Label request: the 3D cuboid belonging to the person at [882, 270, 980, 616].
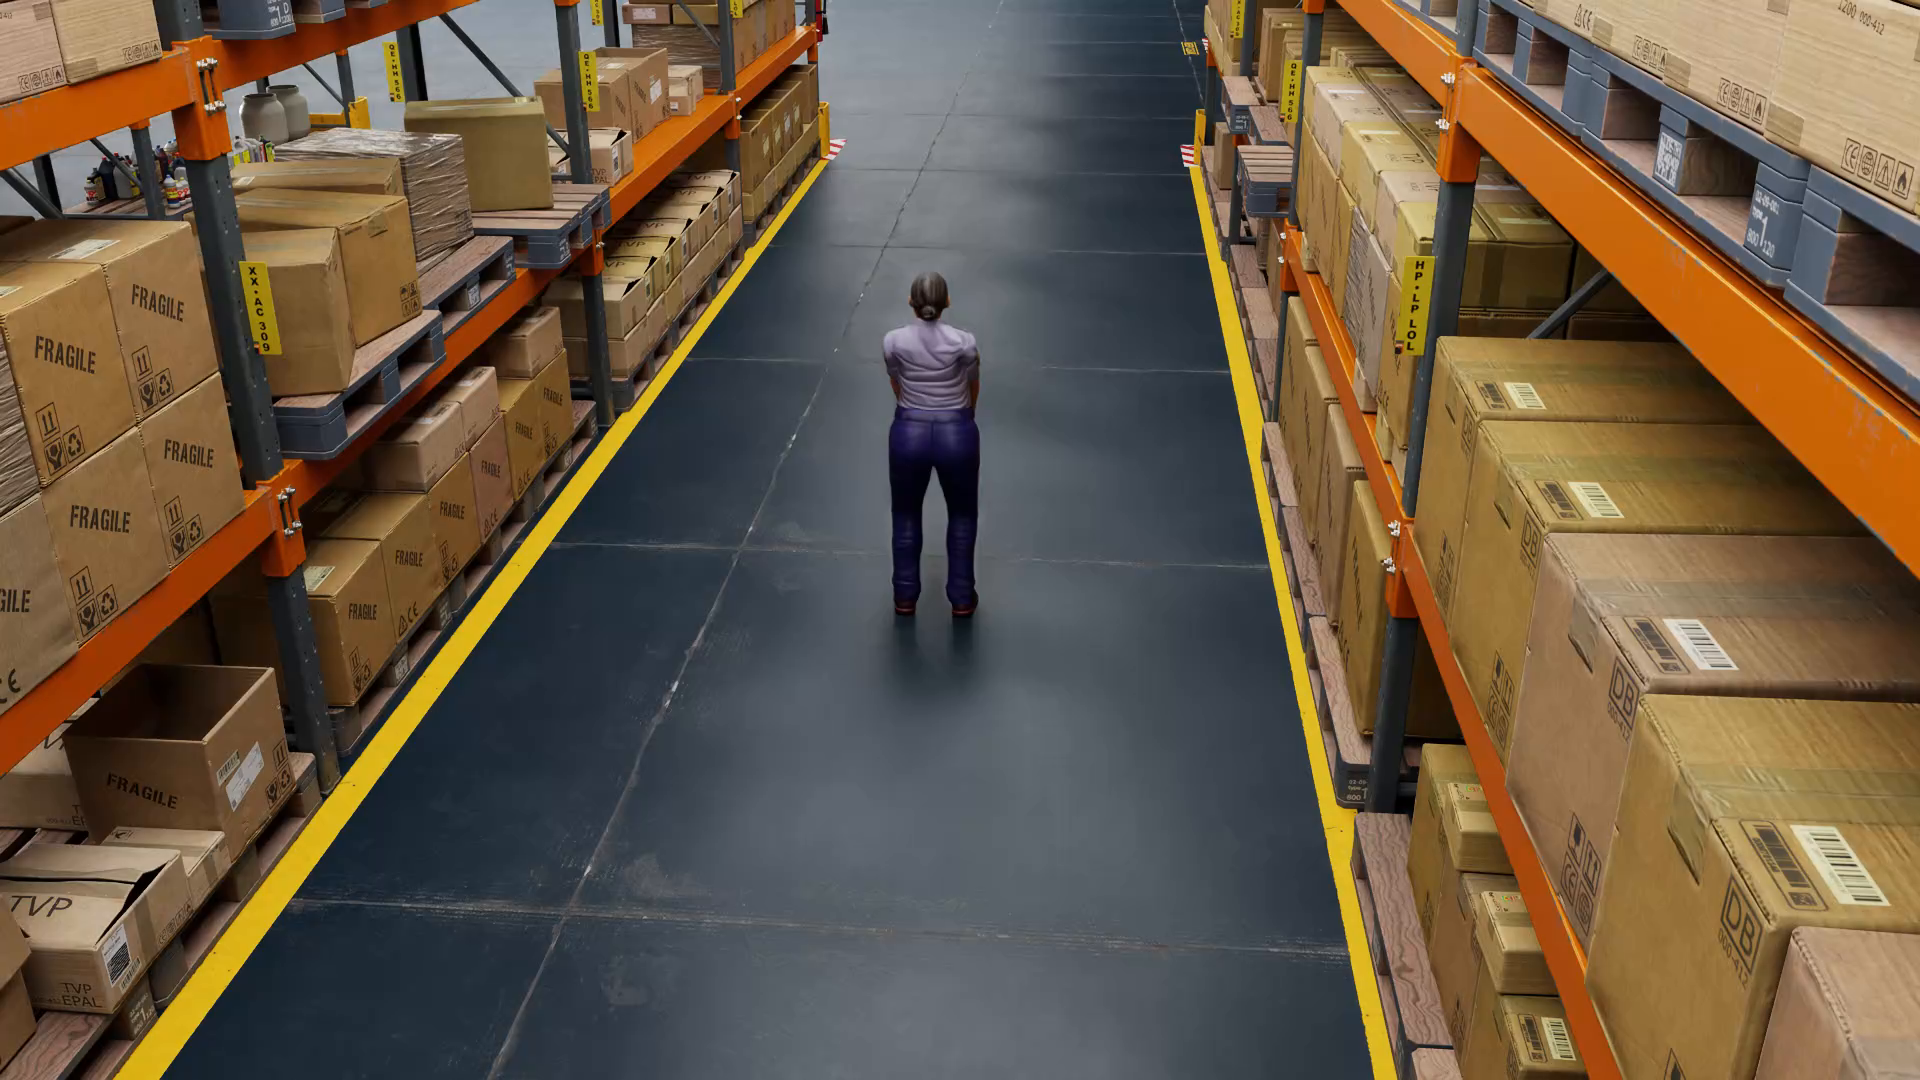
[{"bbox_3d":[-0.121,-0.460,7.637,0.434,1.646,0.522,2,25,3],"label":"person"}]
